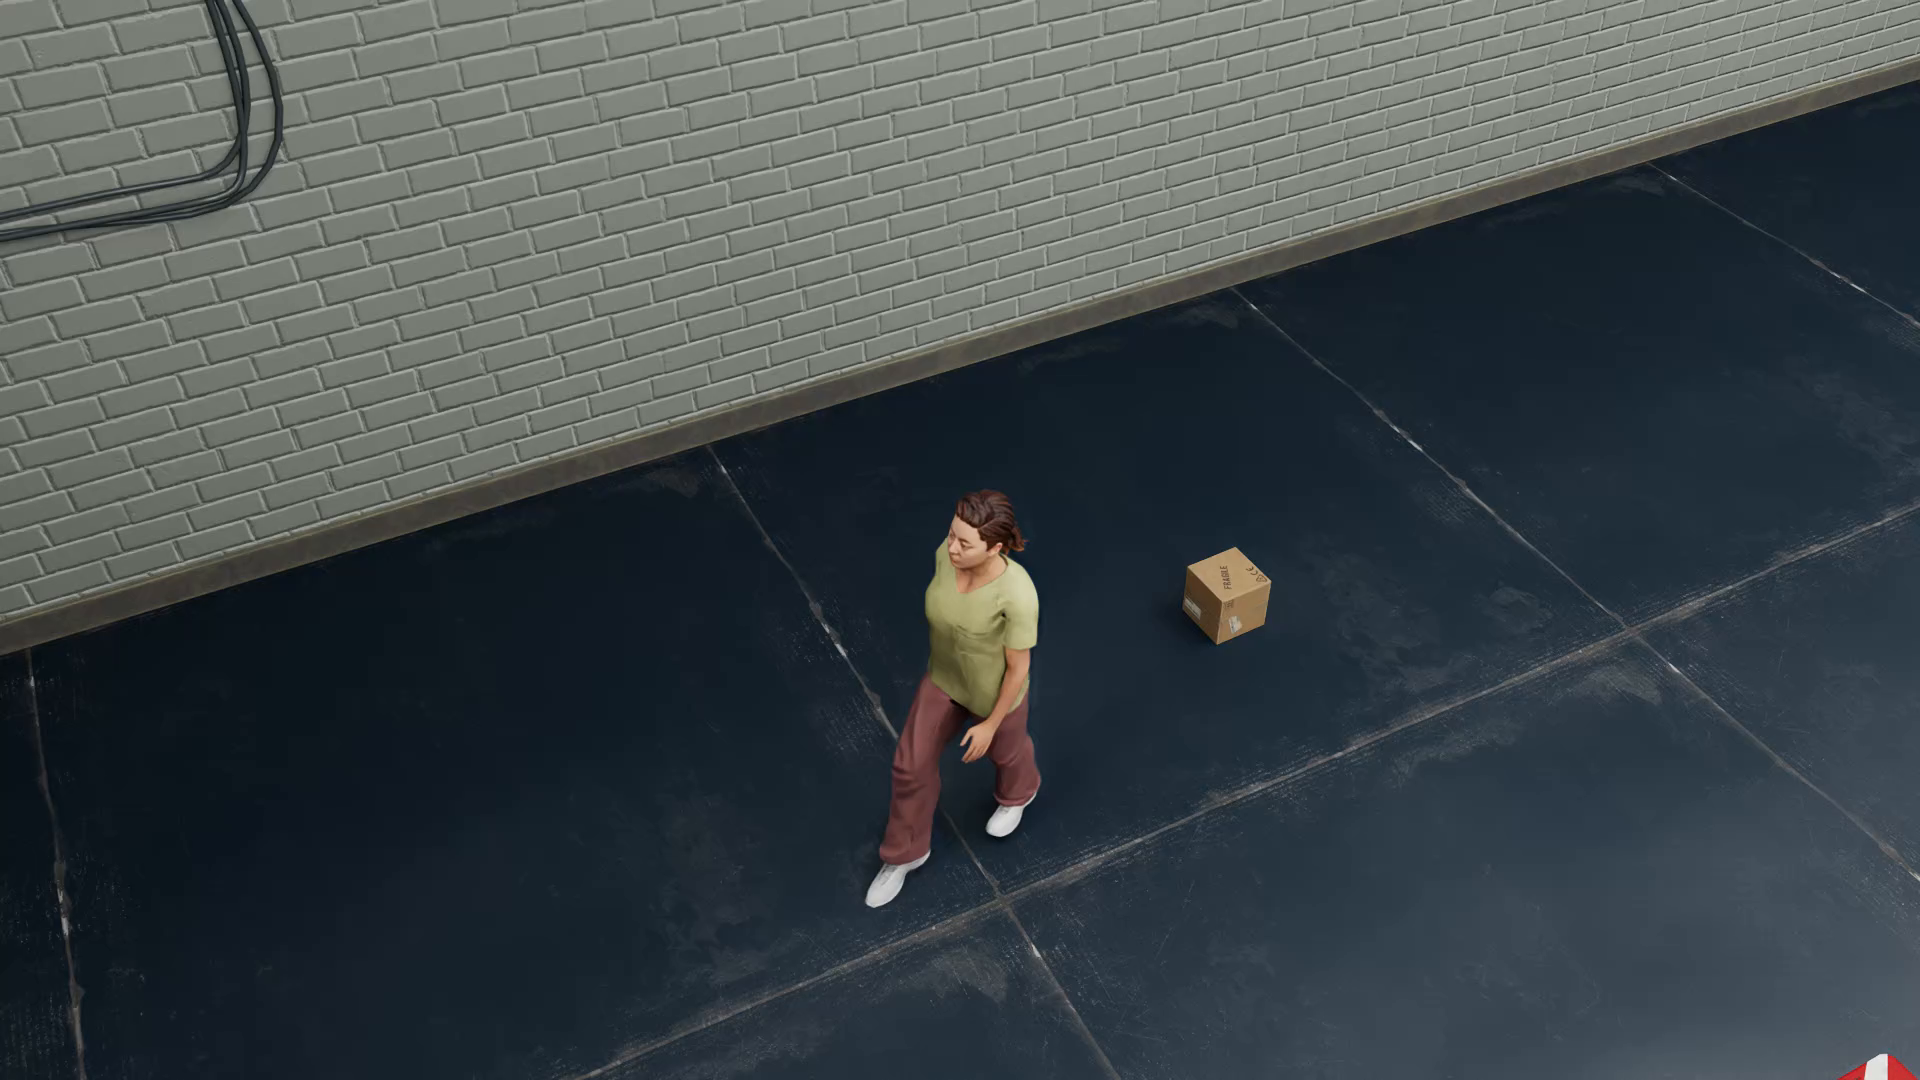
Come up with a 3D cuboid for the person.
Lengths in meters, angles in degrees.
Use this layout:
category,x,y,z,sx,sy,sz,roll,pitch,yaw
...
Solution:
category,x,y,z,sx,sy,sz,roll,pitch,yaw
person,0.018,0.536,5.559,0.459,1.690,0.792,29,49,29
